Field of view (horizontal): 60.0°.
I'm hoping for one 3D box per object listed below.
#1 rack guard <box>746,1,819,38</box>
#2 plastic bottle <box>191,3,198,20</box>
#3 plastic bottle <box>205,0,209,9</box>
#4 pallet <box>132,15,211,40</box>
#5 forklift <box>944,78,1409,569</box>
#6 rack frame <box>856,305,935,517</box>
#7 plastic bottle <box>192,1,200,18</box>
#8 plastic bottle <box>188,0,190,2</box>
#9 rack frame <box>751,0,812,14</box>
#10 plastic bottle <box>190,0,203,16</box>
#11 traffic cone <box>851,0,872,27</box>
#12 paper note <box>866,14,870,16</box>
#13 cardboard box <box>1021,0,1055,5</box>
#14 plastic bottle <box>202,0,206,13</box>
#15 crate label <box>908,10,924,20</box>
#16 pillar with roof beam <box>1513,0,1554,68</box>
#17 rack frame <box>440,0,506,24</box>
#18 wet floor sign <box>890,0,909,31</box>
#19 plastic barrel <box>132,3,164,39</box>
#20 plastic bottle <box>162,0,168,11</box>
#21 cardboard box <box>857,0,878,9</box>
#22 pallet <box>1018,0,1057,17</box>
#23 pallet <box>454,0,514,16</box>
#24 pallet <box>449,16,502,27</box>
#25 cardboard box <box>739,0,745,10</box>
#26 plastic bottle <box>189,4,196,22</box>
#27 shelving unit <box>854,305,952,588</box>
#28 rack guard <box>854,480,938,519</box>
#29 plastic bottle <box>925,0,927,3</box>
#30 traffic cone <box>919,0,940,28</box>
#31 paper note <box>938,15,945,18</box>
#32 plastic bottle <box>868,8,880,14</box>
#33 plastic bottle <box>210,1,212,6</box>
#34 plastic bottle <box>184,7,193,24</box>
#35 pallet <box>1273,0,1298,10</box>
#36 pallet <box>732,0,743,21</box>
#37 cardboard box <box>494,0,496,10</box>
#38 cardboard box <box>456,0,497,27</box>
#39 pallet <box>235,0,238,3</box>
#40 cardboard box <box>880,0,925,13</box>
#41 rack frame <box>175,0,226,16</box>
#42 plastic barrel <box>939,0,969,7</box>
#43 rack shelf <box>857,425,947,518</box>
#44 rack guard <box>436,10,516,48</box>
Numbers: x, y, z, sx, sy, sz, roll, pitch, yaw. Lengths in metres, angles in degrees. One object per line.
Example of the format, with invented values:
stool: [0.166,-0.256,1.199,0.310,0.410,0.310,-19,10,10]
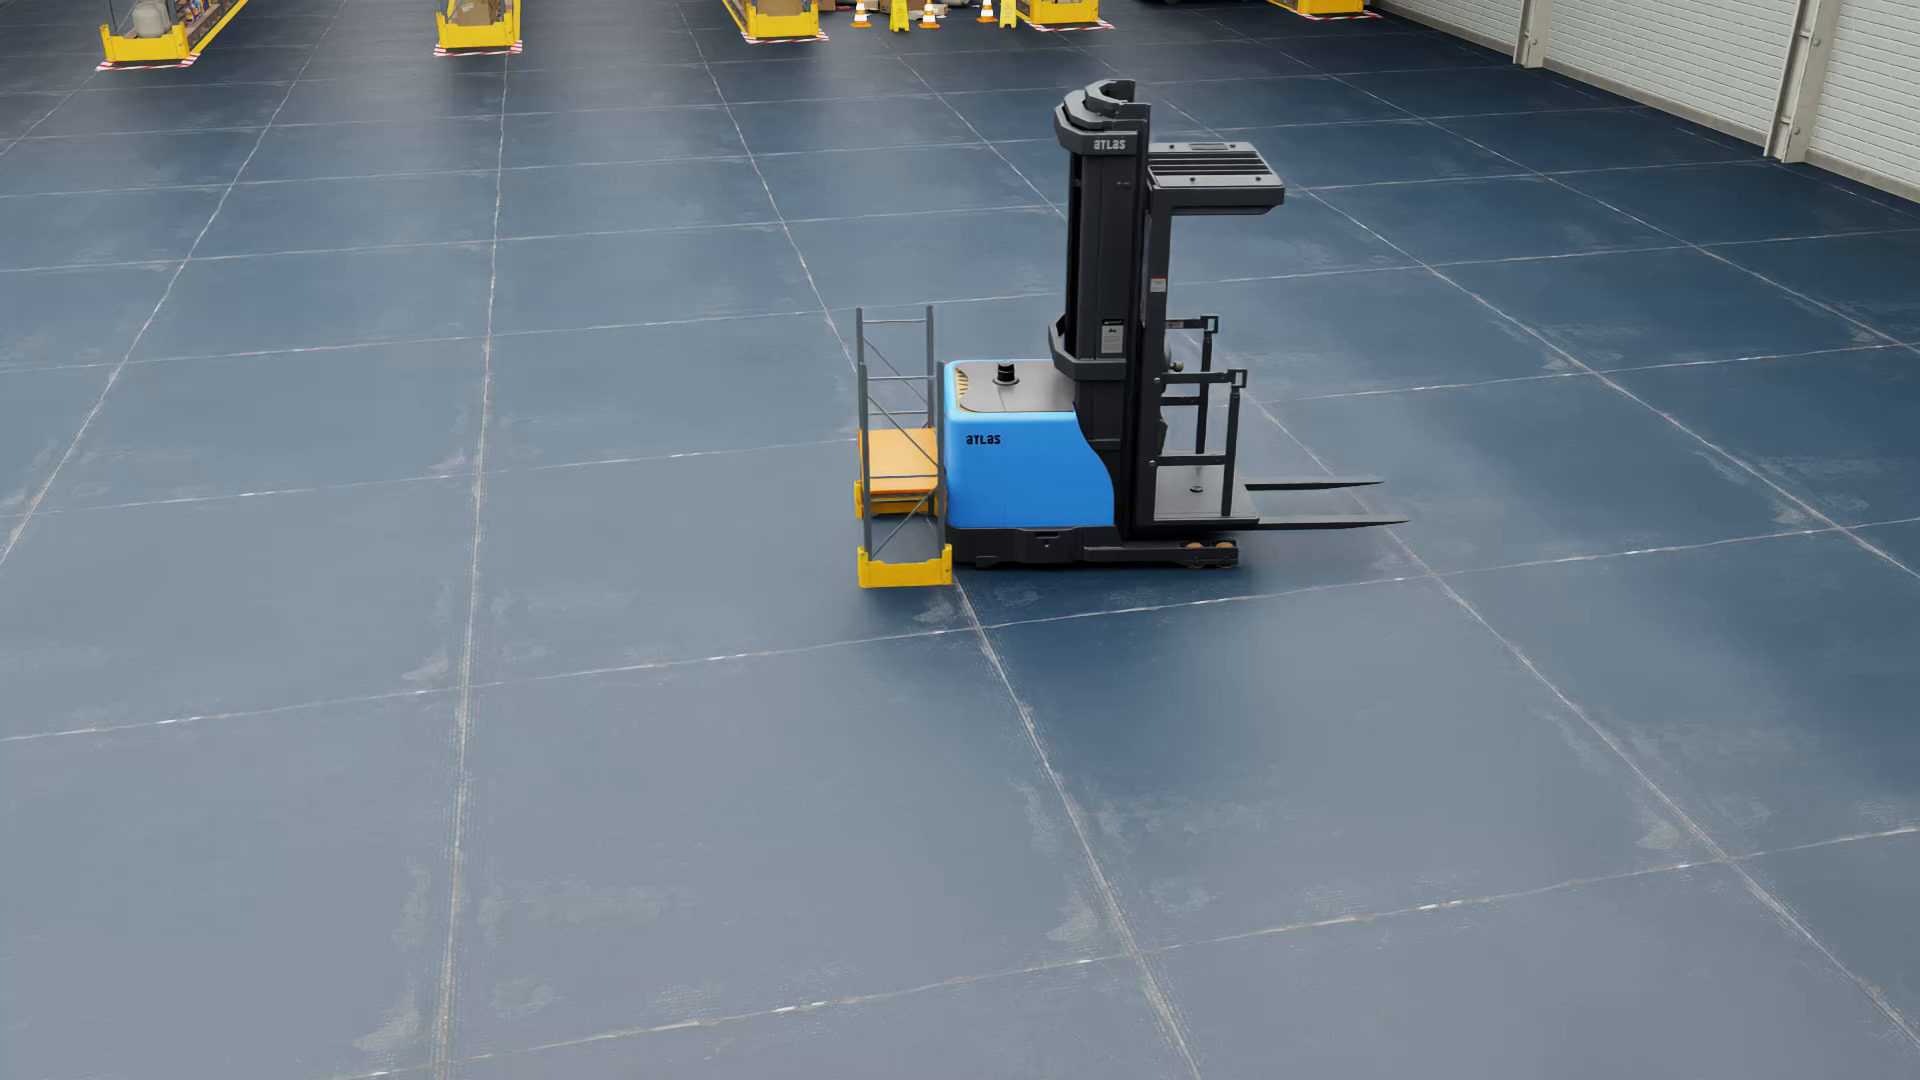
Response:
rack guard: [-2.964,-8.703,27.785,1.175,0.500,0.348,-6,27,-12]
plastic bottle: [-12.855,-8.868,27.877,0.097,0.271,0.097,0,27,0]
plastic bottle: [-13.125,-9.384,28.811,0.144,0.351,0.185,-7,28,-13]
pallet: [-13.162,-8.543,27.788,1.003,0.211,1.213,-6,27,-12]
forklift: [1.410,-1.361,10.540,3.031,2.935,1.130,-1,27,-2]
rack frame: [-0.425,-0.843,11.102,0.500,1.500,0.032,-2,27,-4]
plastic bottle: [-12.900,-8.957,28.053,0.097,0.271,0.097,0,27,0]
plastic bottle: [-13.103,-9.106,28.335,0.061,0.283,0.133,-6,27,-12]
rack frame: [-2.969,-9.830,27.243,1.000,3.000,0.127,-6,27,-12]
plastic bottle: [-12.977,-9.053,28.238,0.152,0.276,0.135,-5,27,-11]
traffic cone: [-1.705,-9.075,28.562,0.336,0.463,0.334,-6,27,-12]
paper note: [-1.659,-9.346,29.581,0.144,0.017,0.142,3,27,6]
cardboard box: [1.381,-9.675,29.521,0.500,0.250,0.500,-6,27,-12]
plastic bottle: [-13.005,-9.202,28.526,0.061,0.283,0.133,-4,27,-8]
crate label: [-0.765,-9.233,29.238,0.250,0.136,0.298,-23,35,-38]
pillar with roof beam: [4.545,-10.887,22.679,9.100,9.000,0.400,-6,27,-12]
rack frame: [-7.824,-9.370,26.333,1.000,3.000,0.127,-6,27,-12]
wet floor sign: [-1.034,-8.967,28.146,0.267,0.644,0.232,-11,29,-20]
plastic barrel: [-12.873,-8.226,26.359,0.421,0.512,0.421,0,27,0]
plastic bottle: [-13.623,-9.154,28.443,0.097,0.271,0.097,0,27,0]
cardboard box: [-1.689,-9.798,30.213,0.396,0.266,0.258,-1,27,-3]
pallet: [1.665,-9.526,29.734,1.003,0.211,1.213,-6,27,-12]
pallet: [-8.540,-9.590,29.863,1.003,0.211,1.213,-6,27,-12]
pallet: [-7.990,-8.519,27.741,1.003,0.211,1.213,-6,27,-12]
cardboard box: [-3.387,-9.746,28.968,0.875,0.875,0.875,-6,27,-12]
plastic bottle: [-12.788,-8.780,27.689,0.061,0.283,0.133,-5,27,-11]
shelving unit: [-0.386,-0.619,10.658,0.587,1.500,1.083,-2,27,-4]
rack guard: [-0.425,-0.284,11.383,0.587,0.250,0.087,-2,27,-4]
plastic bottle: [-0.607,-10.064,30.968,0.133,0.061,0.283,-1,27,-3]
traffic cone: [-0.528,-9.040,28.493,0.336,0.463,0.334,-6,27,-12]
paper note: [-0.322,-9.264,29.417,0.148,0.019,0.142,-16,31,-29]
plastic bottle: [-1.569,-9.512,29.875,0.133,0.061,0.283,-16,31,-29]
plastic bottle: [-13.166,-9.443,29.094,0.097,0.201,0.097,0,27,0]
plastic bottle: [-12.755,-8.674,27.491,0.097,0.271,0.097,0,27,0]
pallet: [6.453,-9.969,30.613,1.003,0.211,1.213,-6,27,-12]
pallet: [-3.497,-9.462,29.610,1.003,0.211,1.213,-6,27,-12]
cardboard box: [-8.239,-9.254,28.409,0.500,0.500,0.500,-3,27,-7]
cardboard box: [-7.949,-8.718,27.348,0.500,0.500,0.500,-1,27,-2]
pallet: [-14.045,-10.256,31.182,1.003,0.211,1.213,-6,27,-12]
cardboard box: [-1.032,-9.776,29.907,0.637,0.503,0.797,19,32,32]
rack frame: [-13.551,-10.624,28.815,1.000,3.000,0.127,-6,27,-12]
plastic barrel: [-0.110,-9.980,30.399,0.512,0.421,0.421,13,30,24]
rack shelf: [-0.385,-0.454,10.731,0.538,0.185,1.000,-2,27,-4]
rack guard: [-7.841,-8.288,26.962,1.175,0.500,0.348,-6,27,-12]
